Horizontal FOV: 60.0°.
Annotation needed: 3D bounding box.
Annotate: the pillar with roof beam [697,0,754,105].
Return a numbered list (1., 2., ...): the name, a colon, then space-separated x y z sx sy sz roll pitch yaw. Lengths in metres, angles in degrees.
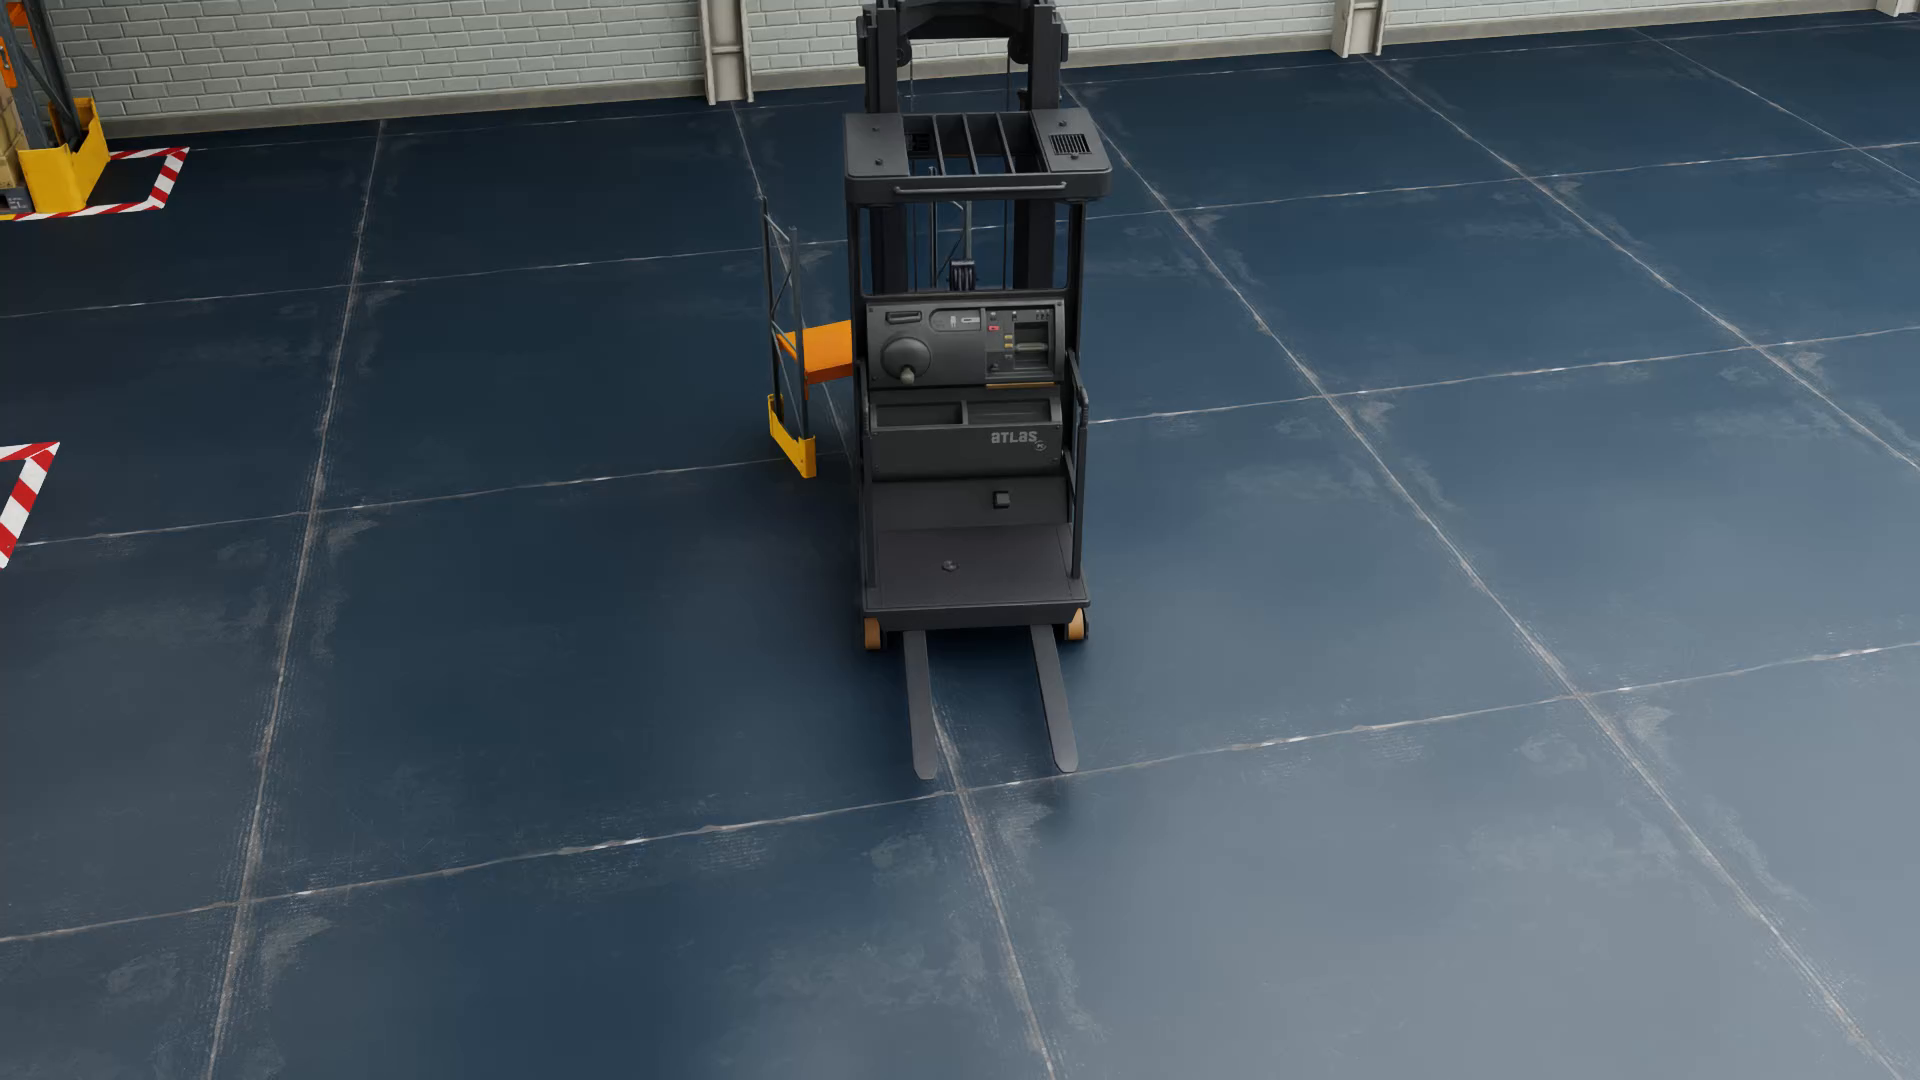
1. pillar with roof beam: -1.110 -5.351 8.871 0.400 9.000 9.100 -7 35 -11

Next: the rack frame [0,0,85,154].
1. rack frame: -7.034 -4.058 12.328 0.127 3.000 1.000 -7 35 -11

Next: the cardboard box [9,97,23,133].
1. cardboard box: -7.538 -3.353 12.920 0.500 0.250 0.500 -7 34 -10

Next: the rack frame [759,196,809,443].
1. rack frame: -0.976 -1.128 9.308 0.032 1.500 0.500 -15 37 -21

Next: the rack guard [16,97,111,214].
1. rack guard: -7.011 -3.023 13.029 0.348 0.500 1.175 -7 35 -11

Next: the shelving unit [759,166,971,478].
1. shelving unit: -0.525 -1.248 9.486 1.083 1.500 0.587 -15 37 -21

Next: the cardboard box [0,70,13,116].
1. cardboard box: -7.414 -3.280 12.362 0.500 0.250 0.500 -6 34 -9

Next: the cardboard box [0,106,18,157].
1. cardboard box: -7.440 -3.068 12.496 0.500 0.250 0.500 -8 35 -11

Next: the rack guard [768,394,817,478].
1. rack guard: -0.974 -0.609 9.656 0.087 0.250 0.587 -15 37 -21

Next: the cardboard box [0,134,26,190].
1. cardboard box: -7.423 -2.861 12.635 0.500 0.250 0.500 -7 34 -10

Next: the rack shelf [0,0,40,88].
1. rack shelf: -8.985 -3.513 12.162 4.000 0.370 1.077 -7 35 -11

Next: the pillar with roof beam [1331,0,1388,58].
1. pillar with roof beam: 4.742 -6.089 9.970 0.400 9.000 9.100 -7 35 -11

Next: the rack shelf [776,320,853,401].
1. rack shelf: -0.517 -1.101 9.590 1.000 0.185 0.538 -15 37 -21

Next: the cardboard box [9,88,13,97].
1. cardboard box: -7.544 -3.549 12.764 0.500 0.250 0.500 -8 35 -11

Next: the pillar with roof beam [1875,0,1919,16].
1. pillar with roof beam: 10.594 -6.826 11.069 0.400 9.000 9.100 -7 35 -11

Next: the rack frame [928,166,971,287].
1. rack frame: -0.059 -1.372 9.672 0.032 1.500 0.500 -15 37 -21

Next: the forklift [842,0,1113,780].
1. forklift: 0.047 -0.870 7.640 1.130 2.935 3.031 -2 34 -4

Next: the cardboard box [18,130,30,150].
1. cardboard box: -7.556 -3.136 13.046 0.500 0.250 0.500 -7 35 -10

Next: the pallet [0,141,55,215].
1. pallet: -7.771 -2.783 12.931 1.213 0.211 1.003 -7 35 -11
